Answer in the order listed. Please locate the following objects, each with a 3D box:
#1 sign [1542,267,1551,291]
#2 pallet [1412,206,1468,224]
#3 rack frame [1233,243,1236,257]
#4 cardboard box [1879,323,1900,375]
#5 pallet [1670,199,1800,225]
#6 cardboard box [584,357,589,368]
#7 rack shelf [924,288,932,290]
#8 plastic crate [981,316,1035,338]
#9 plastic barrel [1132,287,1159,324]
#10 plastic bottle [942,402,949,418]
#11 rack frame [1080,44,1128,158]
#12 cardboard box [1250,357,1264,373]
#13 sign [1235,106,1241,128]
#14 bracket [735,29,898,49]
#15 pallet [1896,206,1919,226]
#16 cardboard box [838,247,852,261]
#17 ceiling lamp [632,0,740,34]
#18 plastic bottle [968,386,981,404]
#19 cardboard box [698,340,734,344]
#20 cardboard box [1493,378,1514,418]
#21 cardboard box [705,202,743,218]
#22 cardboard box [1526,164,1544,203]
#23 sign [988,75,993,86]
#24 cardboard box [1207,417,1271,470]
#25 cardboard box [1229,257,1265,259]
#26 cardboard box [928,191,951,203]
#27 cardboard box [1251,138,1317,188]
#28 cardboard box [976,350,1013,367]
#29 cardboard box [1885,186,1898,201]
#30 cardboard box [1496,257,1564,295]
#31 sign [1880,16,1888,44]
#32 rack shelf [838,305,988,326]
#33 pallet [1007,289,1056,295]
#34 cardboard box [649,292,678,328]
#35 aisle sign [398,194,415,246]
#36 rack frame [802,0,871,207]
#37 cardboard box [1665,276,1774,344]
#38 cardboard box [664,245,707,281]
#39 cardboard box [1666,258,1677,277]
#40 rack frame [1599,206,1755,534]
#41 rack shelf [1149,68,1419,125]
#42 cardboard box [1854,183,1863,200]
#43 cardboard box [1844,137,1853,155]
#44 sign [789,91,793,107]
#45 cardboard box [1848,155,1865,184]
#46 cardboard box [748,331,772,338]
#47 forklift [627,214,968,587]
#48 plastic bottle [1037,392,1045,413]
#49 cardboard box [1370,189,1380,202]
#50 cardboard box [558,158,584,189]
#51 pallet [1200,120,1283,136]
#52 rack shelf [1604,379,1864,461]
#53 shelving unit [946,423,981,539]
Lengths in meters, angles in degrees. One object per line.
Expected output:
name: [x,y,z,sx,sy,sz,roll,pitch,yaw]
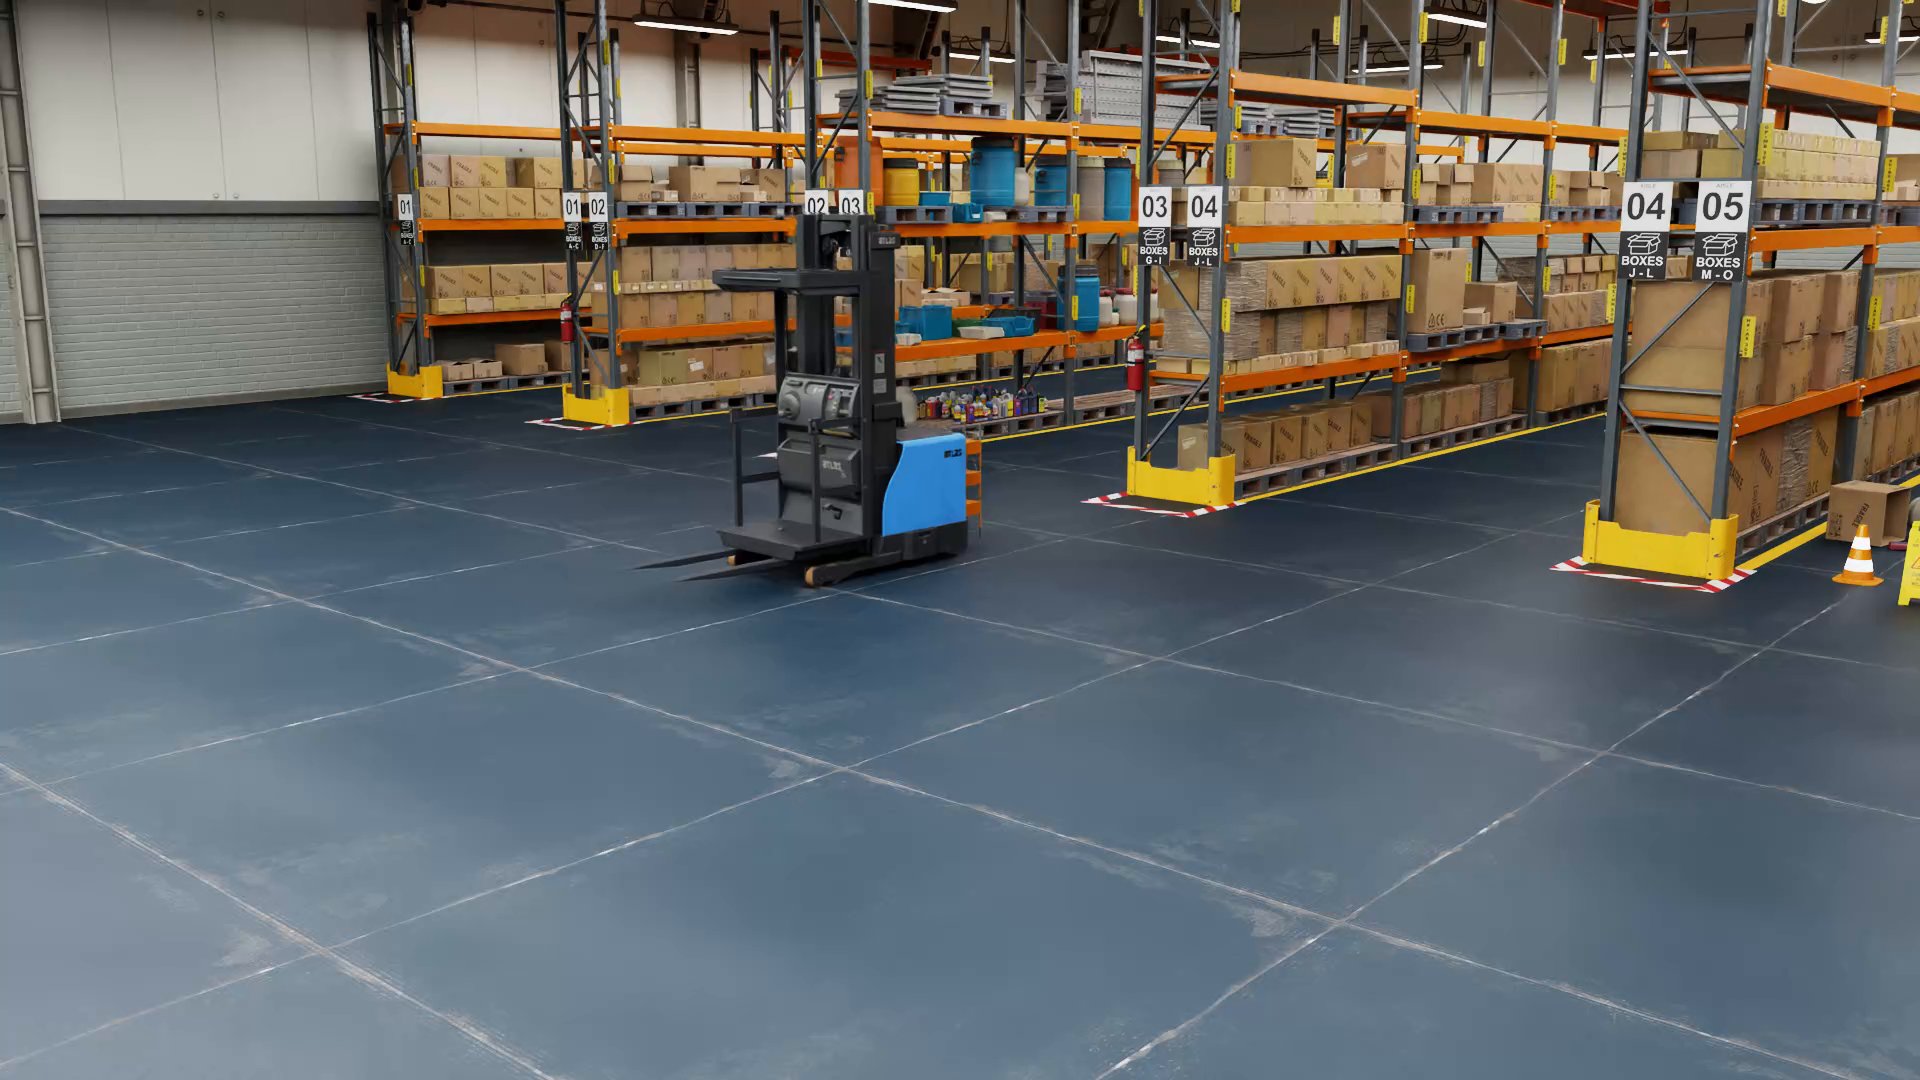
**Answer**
sign: [7.948,-3.536,22.539,0.100,0.325,0.005,10,15,40]
pallet: [5.381,-3.943,20.153,1.213,0.211,1.003,10,15,40]
rack frame: [5.376,-5.534,35.297,1.000,3.000,0.127,10,15,40]
cardboard box: [9.435,-1.997,17.333,0.500,0.500,0.500,10,15,41]
pallet: [6.394,-2.780,14.079,1.003,0.211,1.213,10,15,40]
cardboard box: [-6.600,-3.152,29.483,0.380,0.166,0.250,7,14,33]
rack shelf: [-2.308,-4.938,34.152,1.077,0.370,4.000,10,15,40]
plastic crate: [0.646,-2.856,22.272,0.499,0.251,0.616,10,15,40]
plastic barrel: [2.739,-3.478,24.657,0.433,0.535,0.433,0,11,0]
plastic bottle: [-0.200,-1.750,22.373,0.097,0.201,0.097,0,11,0]
rack frame: [2.735,-7.887,31.763,1.000,3.000,0.127,10,15,40]
cardboard box: [2.976,-1.855,17.522,0.380,0.149,0.250,10,15,40]
sign: [4.231,-6.429,25.288,0.100,0.325,0.005,10,15,40]
bracket: [-2.895,-10.018,33.244,0.076,0.066,4.783,10,15,40]
pallet: [10.072,-3.531,18.094,1.003,0.211,1.213,11,16,43]
cardboard box: [-2.454,-5.756,33.429,0.500,0.250,0.500,10,15,41]
ceiling lamp: [-4.250,-9.830,26.587,0.800,3.185,2.000,10,15,40]
plastic bottle: [0.204,-1.951,23.000,0.144,0.351,0.185,9,14,38]
cardboard box: [-3.747,-2.819,25.737,0.500,0.500,0.500,10,15,40]
cardboard box: [7.107,-1.964,22.684,0.700,0.500,0.500,9,14,37]
cardboard box: [-4.554,-6.349,31.407,0.637,0.503,0.797,-10,15,-40]
cardboard box: [7.407,-4.738,22.123,0.500,0.500,0.500,10,15,42]
sign: [0.514,-7.763,28.353,0.100,0.325,0.005,10,15,40]
cardboard box: [3.047,-1.061,18.211,0.500,0.500,0.500,-7,13,-33]
cardboard box: [3.088,-2.844,18.263,0.500,0.500,0.500,10,15,40]
cardboard box: [-0.495,-5.807,28.316,0.500,0.250,0.500,10,15,42]
cardboard box: [3.436,-3.993,17.633,0.500,0.500,0.500,10,15,40]
cardboard box: [0.610,-3.377,29.756,0.500,0.500,0.500,11,15,43]
cardboard box: [9.423,-3.554,17.041,0.250,0.149,0.380,10,15,40]
cardboard box: [8.029,-3.722,23.409,0.797,0.503,0.637,10,15,42]
sign: [10.779,-5.927,19.361,0.100,0.325,0.005,10,15,40]
rack shelf: [-1.225,-3.710,28.002,1.077,0.370,4.000,10,15,40]
pallet: [1.375,-4.549,30.859,1.003,0.211,1.213,10,15,40]
cardboard box: [-4.525,-3.374,24.227,0.700,0.500,0.500,10,15,42]
aisle sign: [-8.732,-5.045,26.213,0.394,0.787,0.004,10,15,40]
rack frame: [-1.468,-5.481,19.715,1.000,3.000,0.127,10,15,40]
cardboard box: [6.480,-1.988,14.404,0.875,0.550,0.550,10,15,40]
cardboard box: [-4.158,-4.092,24.512,0.700,0.500,0.500,10,15,41]
cardboard box: [11.013,-4.213,26.393,0.500,0.500,0.500,10,15,40]
rack frame: [5.912,-1.242,13.811,1.000,3.000,0.127,10,15,40]
rack shelf: [3.573,-4.780,18.052,1.077,0.370,4.000,10,15,40]
cardboard box: [8.217,-3.263,15.585,0.380,0.149,0.250,10,15,41]
cardboard box: [7.882,-3.580,15.136,0.380,0.149,0.250,10,15,41]
sign: [-3.214,-8.367,31.577,0.100,0.325,0.005,10,15,40]
cardboard box: [8.086,-3.449,15.497,0.500,0.250,0.500,10,15,40]
cardboard box: [-4.065,-3.874,32.246,0.700,0.500,0.500,10,15,41]
forklift: [-1.320,-1.170,13.627,1.130,2.935,3.031,11,16,43]
plastic bottle: [1.103,-1.897,22.904,0.061,0.283,0.133,11,16,43]
cardboard box: [4.550,-3.919,18.919,0.380,0.149,0.250,9,14,38]
cardboard box: [-6.752,-6.237,28.301,0.500,0.500,0.500,11,16,43]
pallet: [4.313,-6.471,26.177,1.213,0.211,1.003,10,15,40]
rack shelf: [7.232,-1.184,15.355,1.077,0.370,4.000,10,15,40]
shelving unit: [0.035,-0.523,15.187,0.215,1.050,0.252,10,15,40]
